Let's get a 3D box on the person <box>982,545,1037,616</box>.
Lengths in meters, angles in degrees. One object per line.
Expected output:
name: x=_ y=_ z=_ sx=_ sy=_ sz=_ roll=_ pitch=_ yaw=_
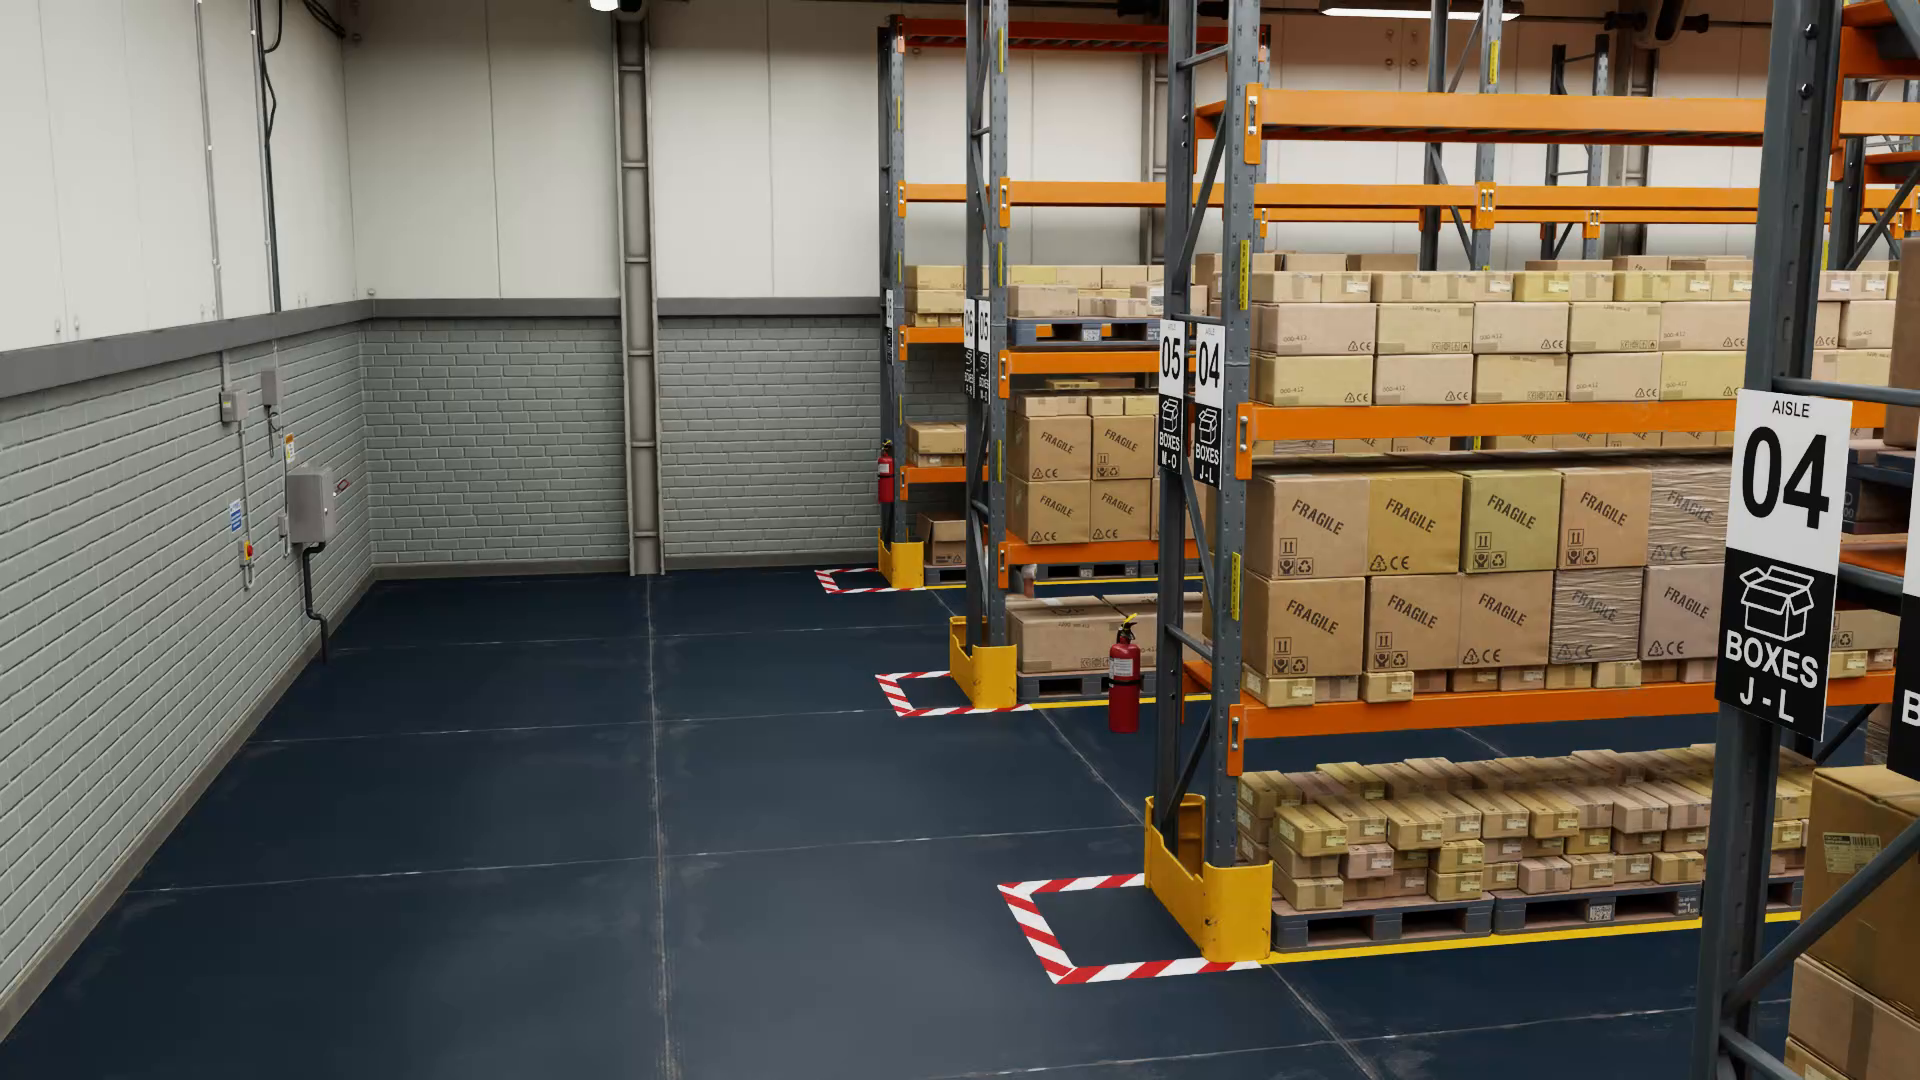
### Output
person: x=0.445 y=0.418 z=15.570 sx=0.536 sy=1.030 sz=1.023 roll=-2 pitch=10 yaw=-13
